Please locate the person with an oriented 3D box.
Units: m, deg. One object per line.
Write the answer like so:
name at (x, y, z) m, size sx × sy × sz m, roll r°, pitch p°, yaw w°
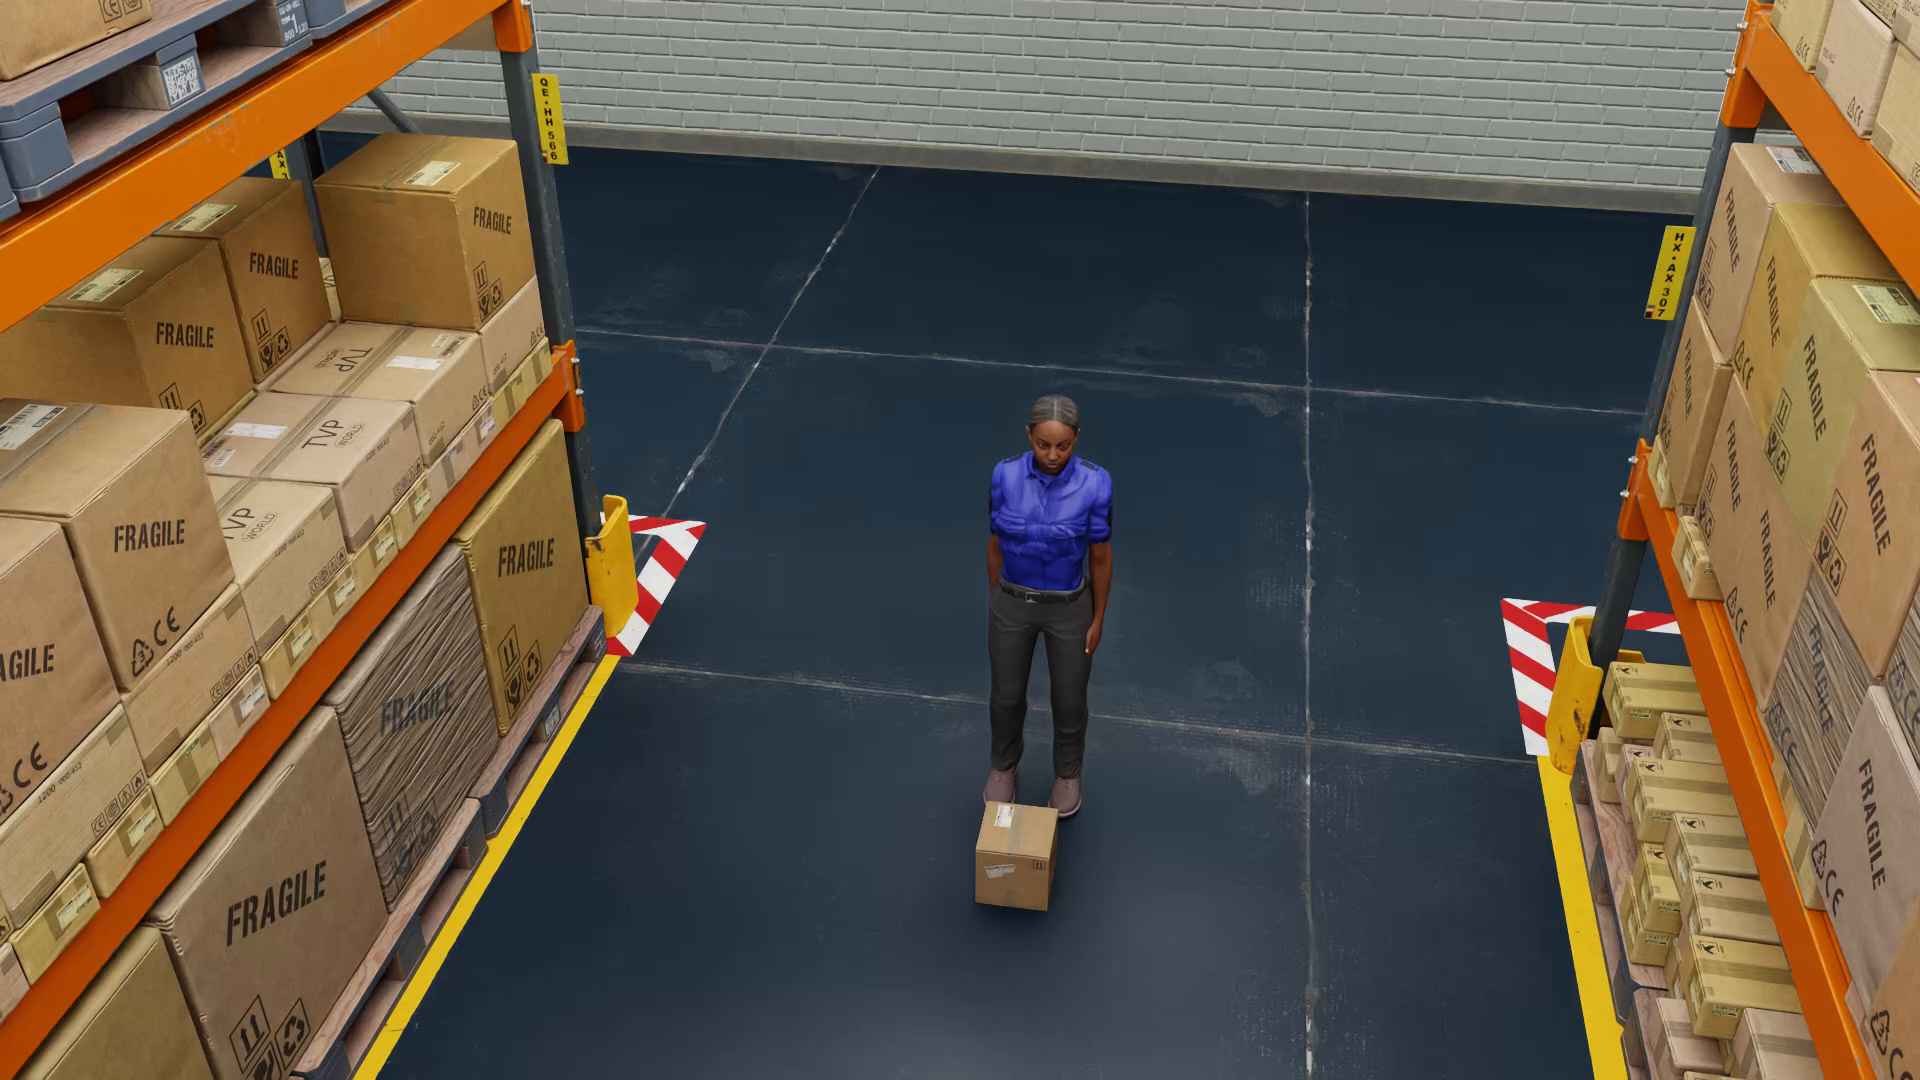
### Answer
person at (0.301, 0.244, 5.771) m, size 0.437 × 1.663 × 0.299 m, roll 6°, pitch 33°, yaw 9°
